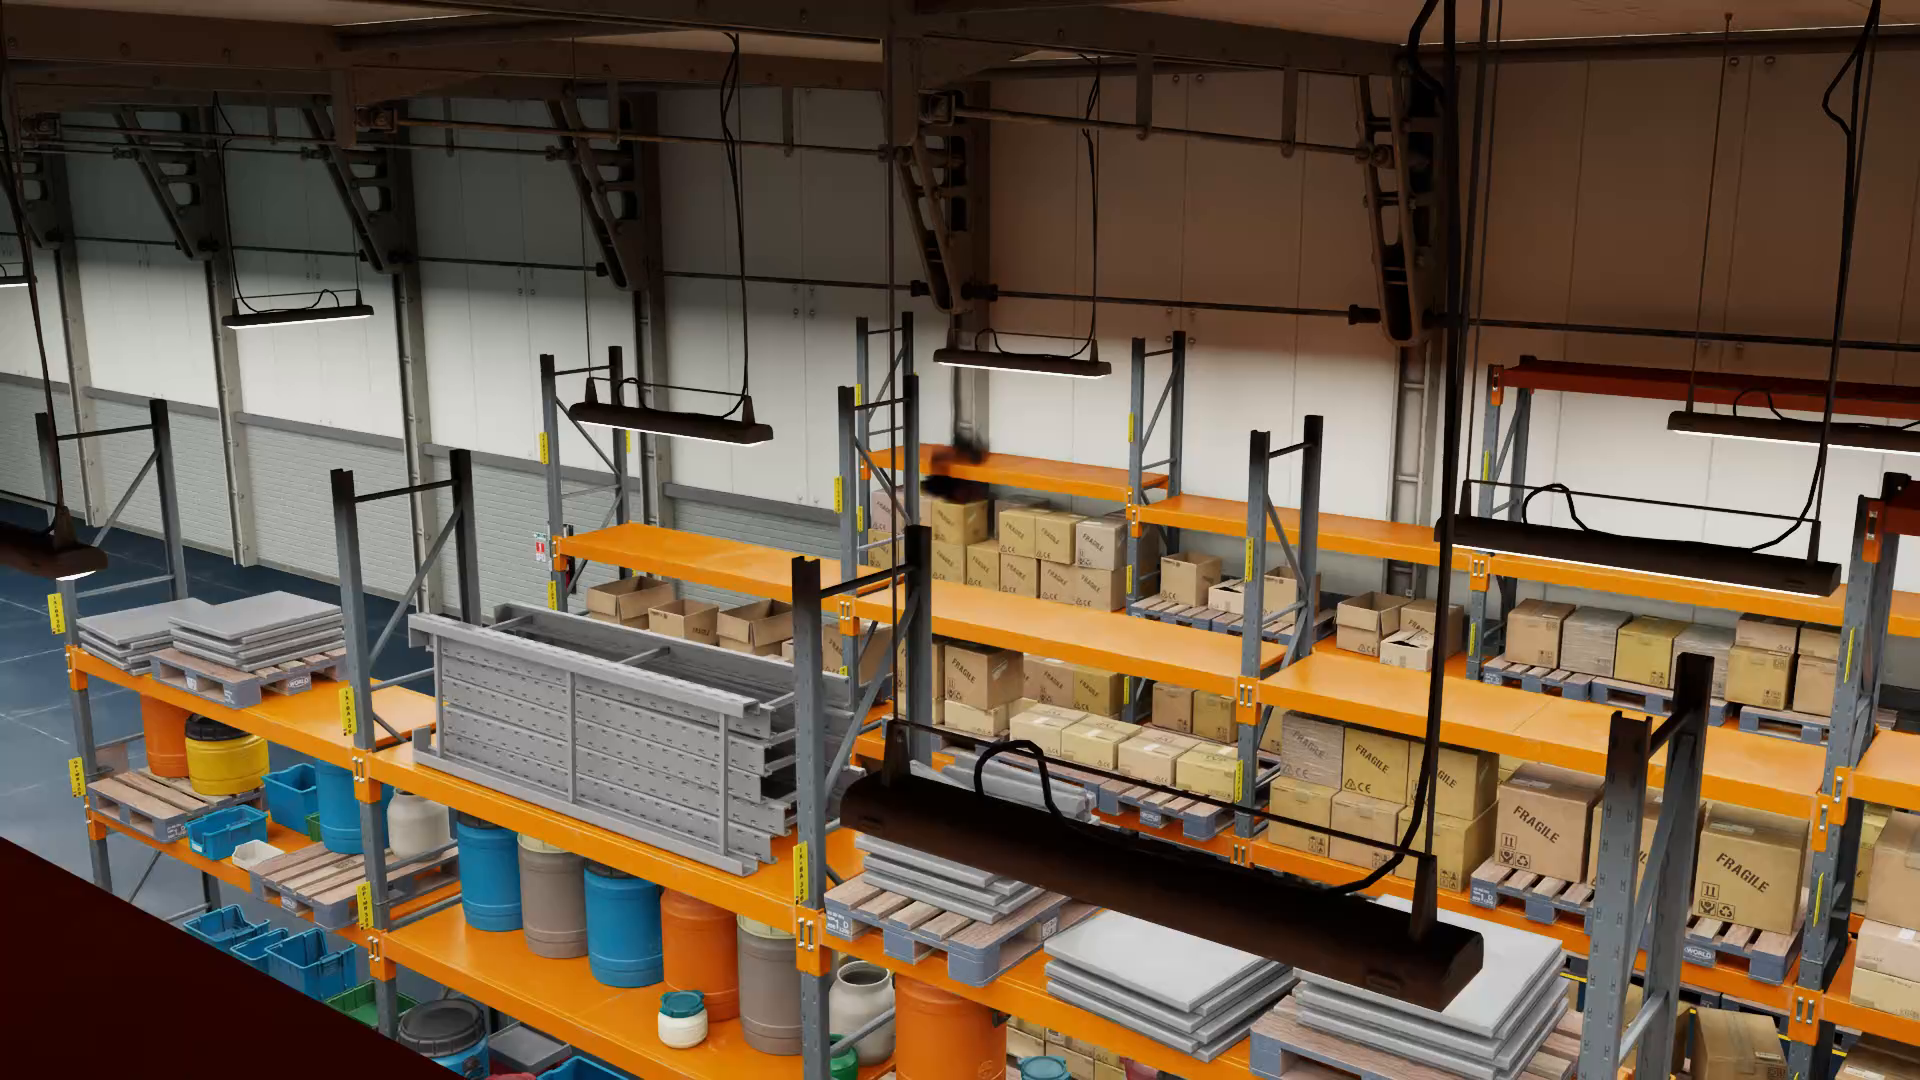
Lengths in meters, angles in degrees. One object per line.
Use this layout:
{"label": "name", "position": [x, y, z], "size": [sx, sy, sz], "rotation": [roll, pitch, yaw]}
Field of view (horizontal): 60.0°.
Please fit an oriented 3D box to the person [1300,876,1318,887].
{"label": "person", "position": [3.198, 3.793, 15.421], "size": [0.575, 1.617, 0.614], "rotation": [7, 15, 29]}
